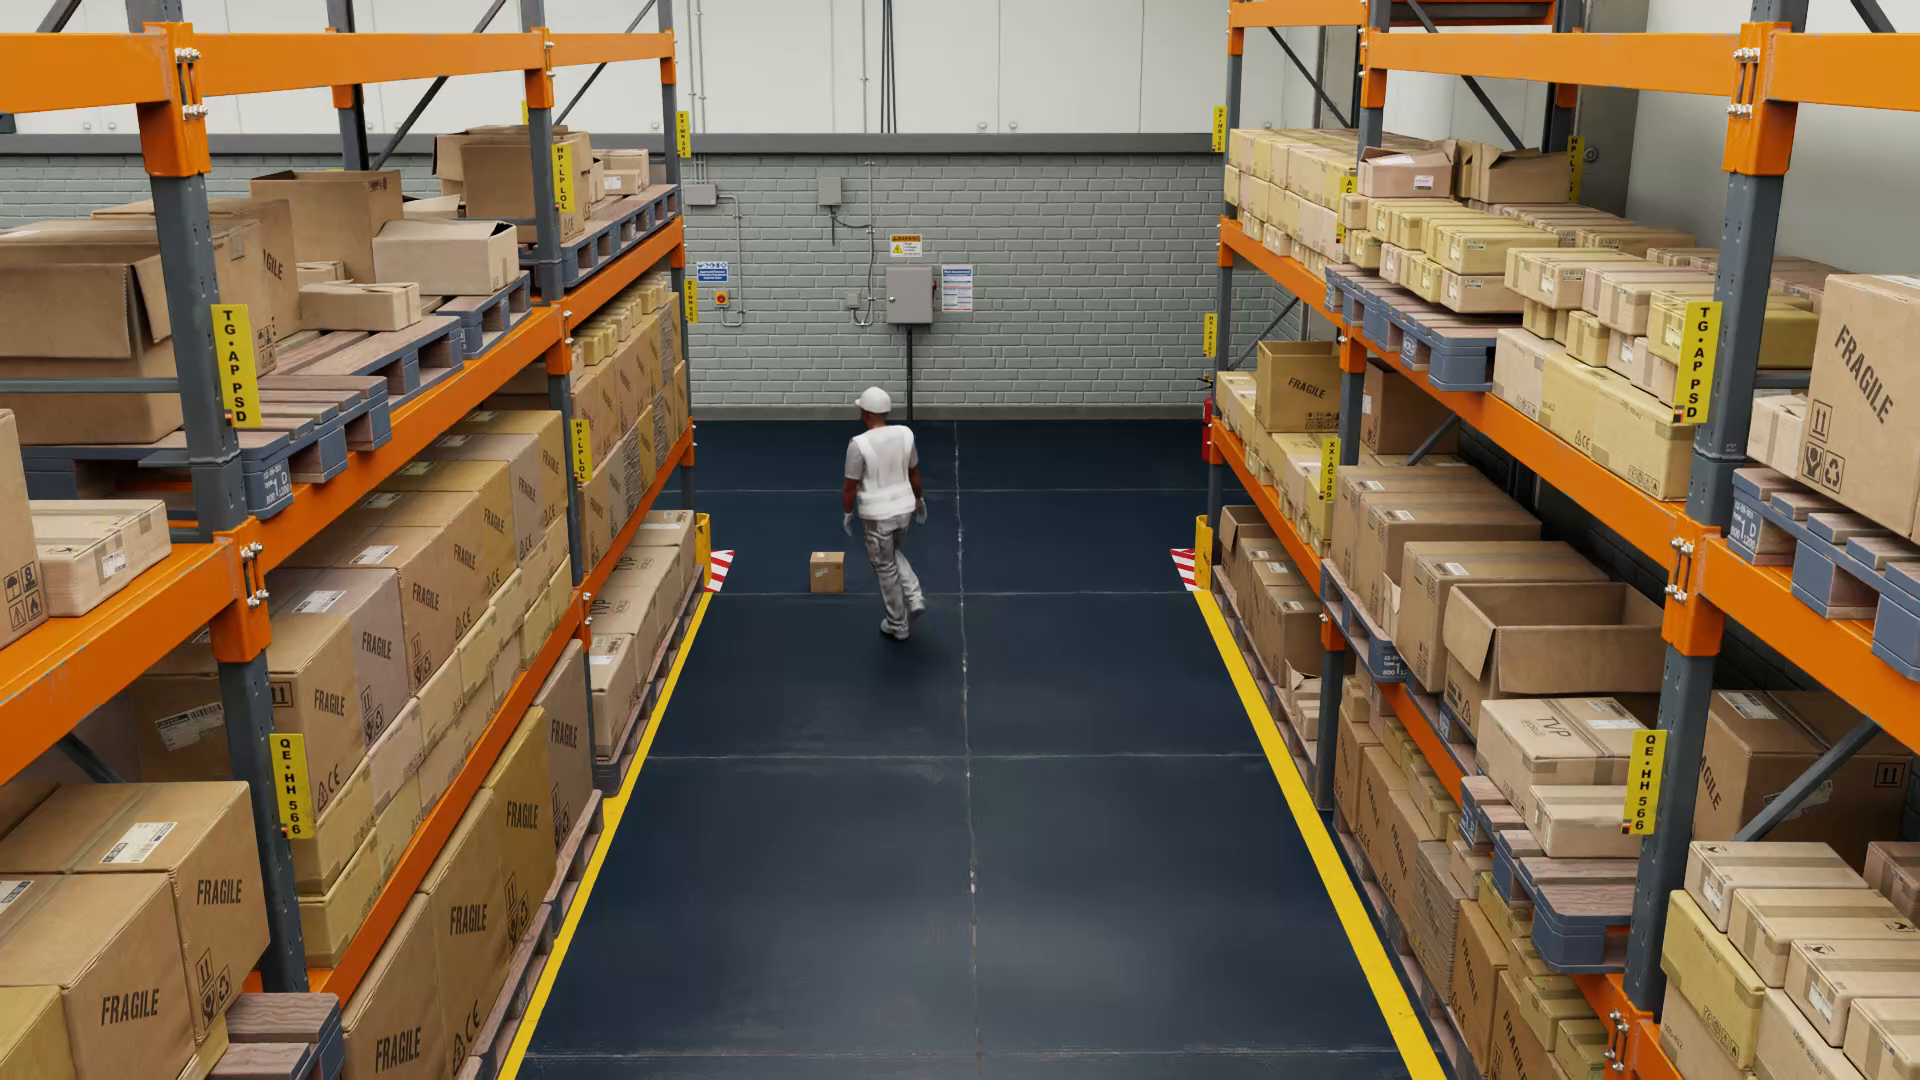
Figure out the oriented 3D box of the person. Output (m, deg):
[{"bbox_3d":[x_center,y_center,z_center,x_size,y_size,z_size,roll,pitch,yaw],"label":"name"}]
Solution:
[{"bbox_3d":[-0.498,-0.191,11.579,0.685,1.776,0.469,-13,22,-37],"label":"person"}]
